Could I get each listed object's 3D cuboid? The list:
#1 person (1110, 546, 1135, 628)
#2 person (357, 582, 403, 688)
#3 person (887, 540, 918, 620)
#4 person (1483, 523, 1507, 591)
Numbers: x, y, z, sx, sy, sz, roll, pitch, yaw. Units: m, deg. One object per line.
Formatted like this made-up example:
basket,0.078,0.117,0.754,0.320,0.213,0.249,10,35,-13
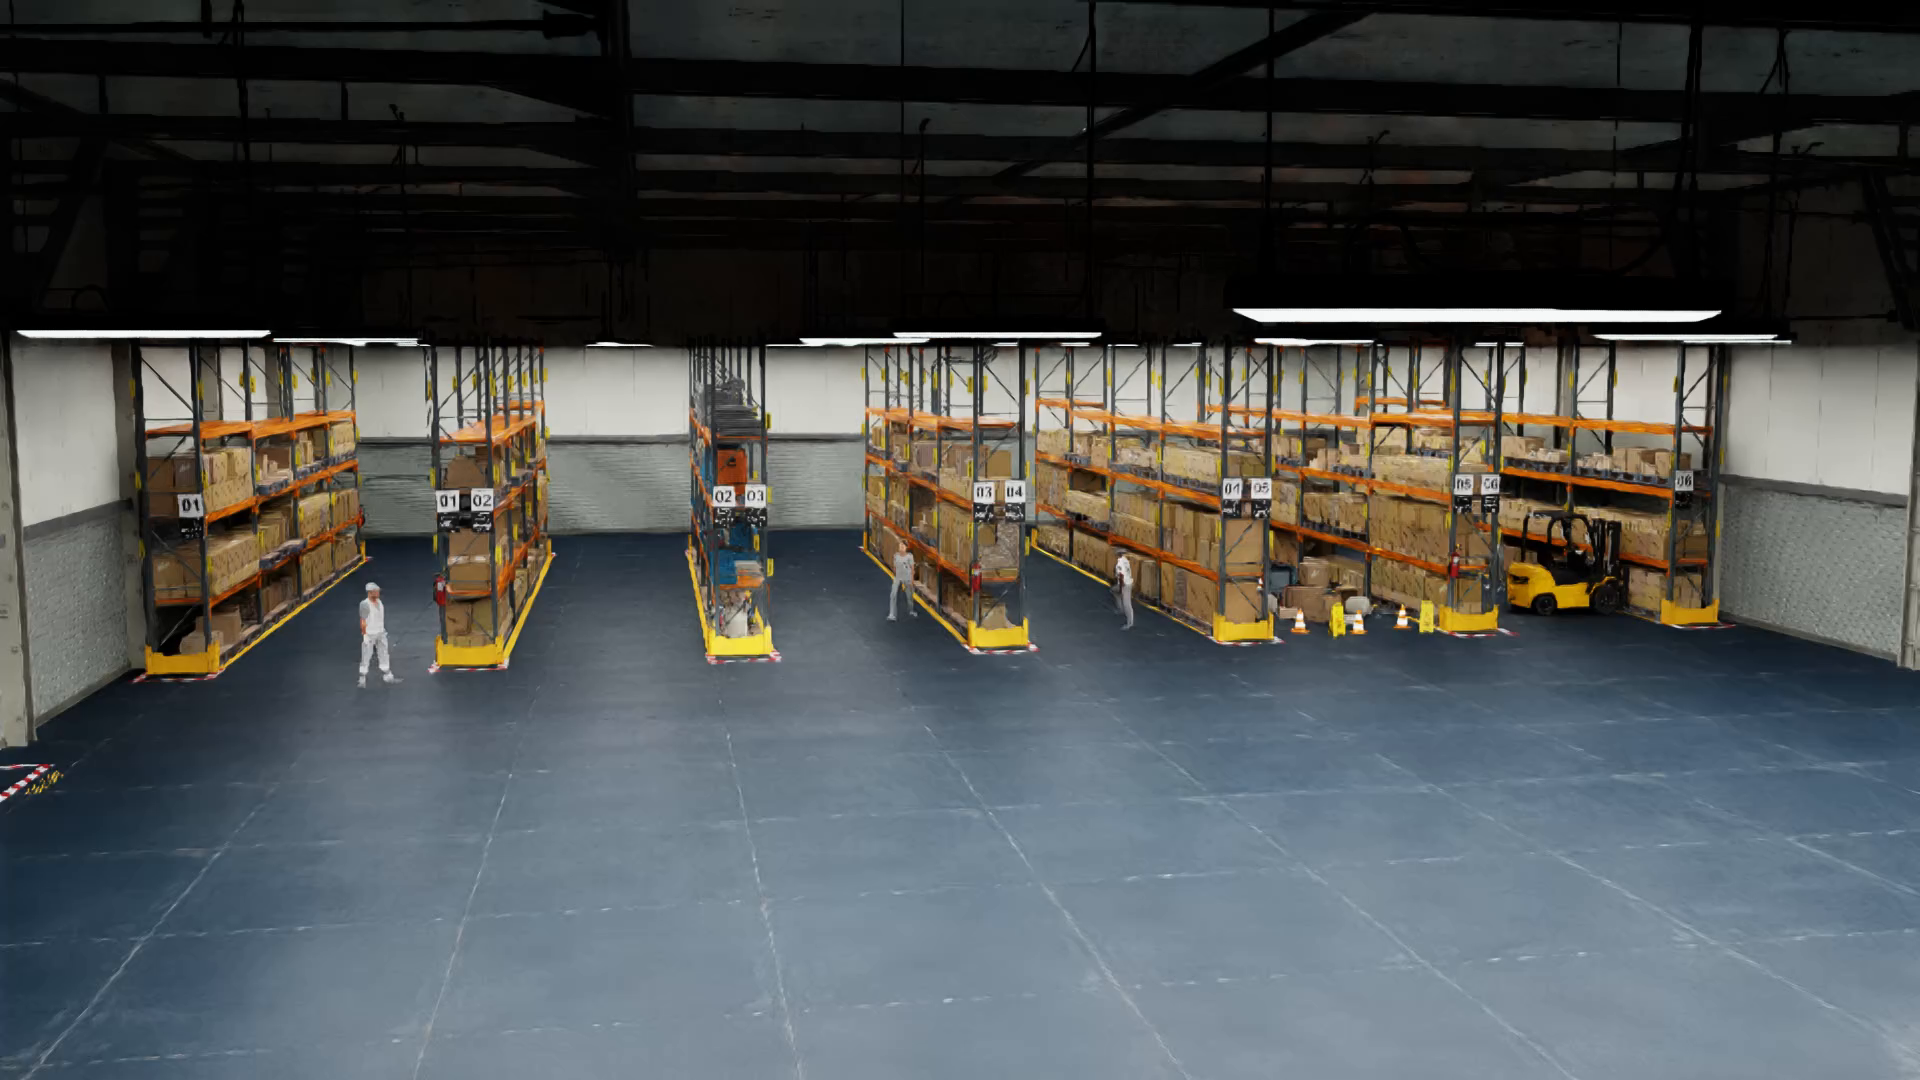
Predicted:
person,3.362,0.963,34.304,0.552,1.654,0.573,2,7,18
person,-9.923,1.593,28.238,0.528,1.784,0.702,3,7,23
person,-1.134,0.774,33.669,0.481,1.597,0.815,2,7,13
person,12.764,0.387,39.586,0.536,1.590,0.535,2,7,16
